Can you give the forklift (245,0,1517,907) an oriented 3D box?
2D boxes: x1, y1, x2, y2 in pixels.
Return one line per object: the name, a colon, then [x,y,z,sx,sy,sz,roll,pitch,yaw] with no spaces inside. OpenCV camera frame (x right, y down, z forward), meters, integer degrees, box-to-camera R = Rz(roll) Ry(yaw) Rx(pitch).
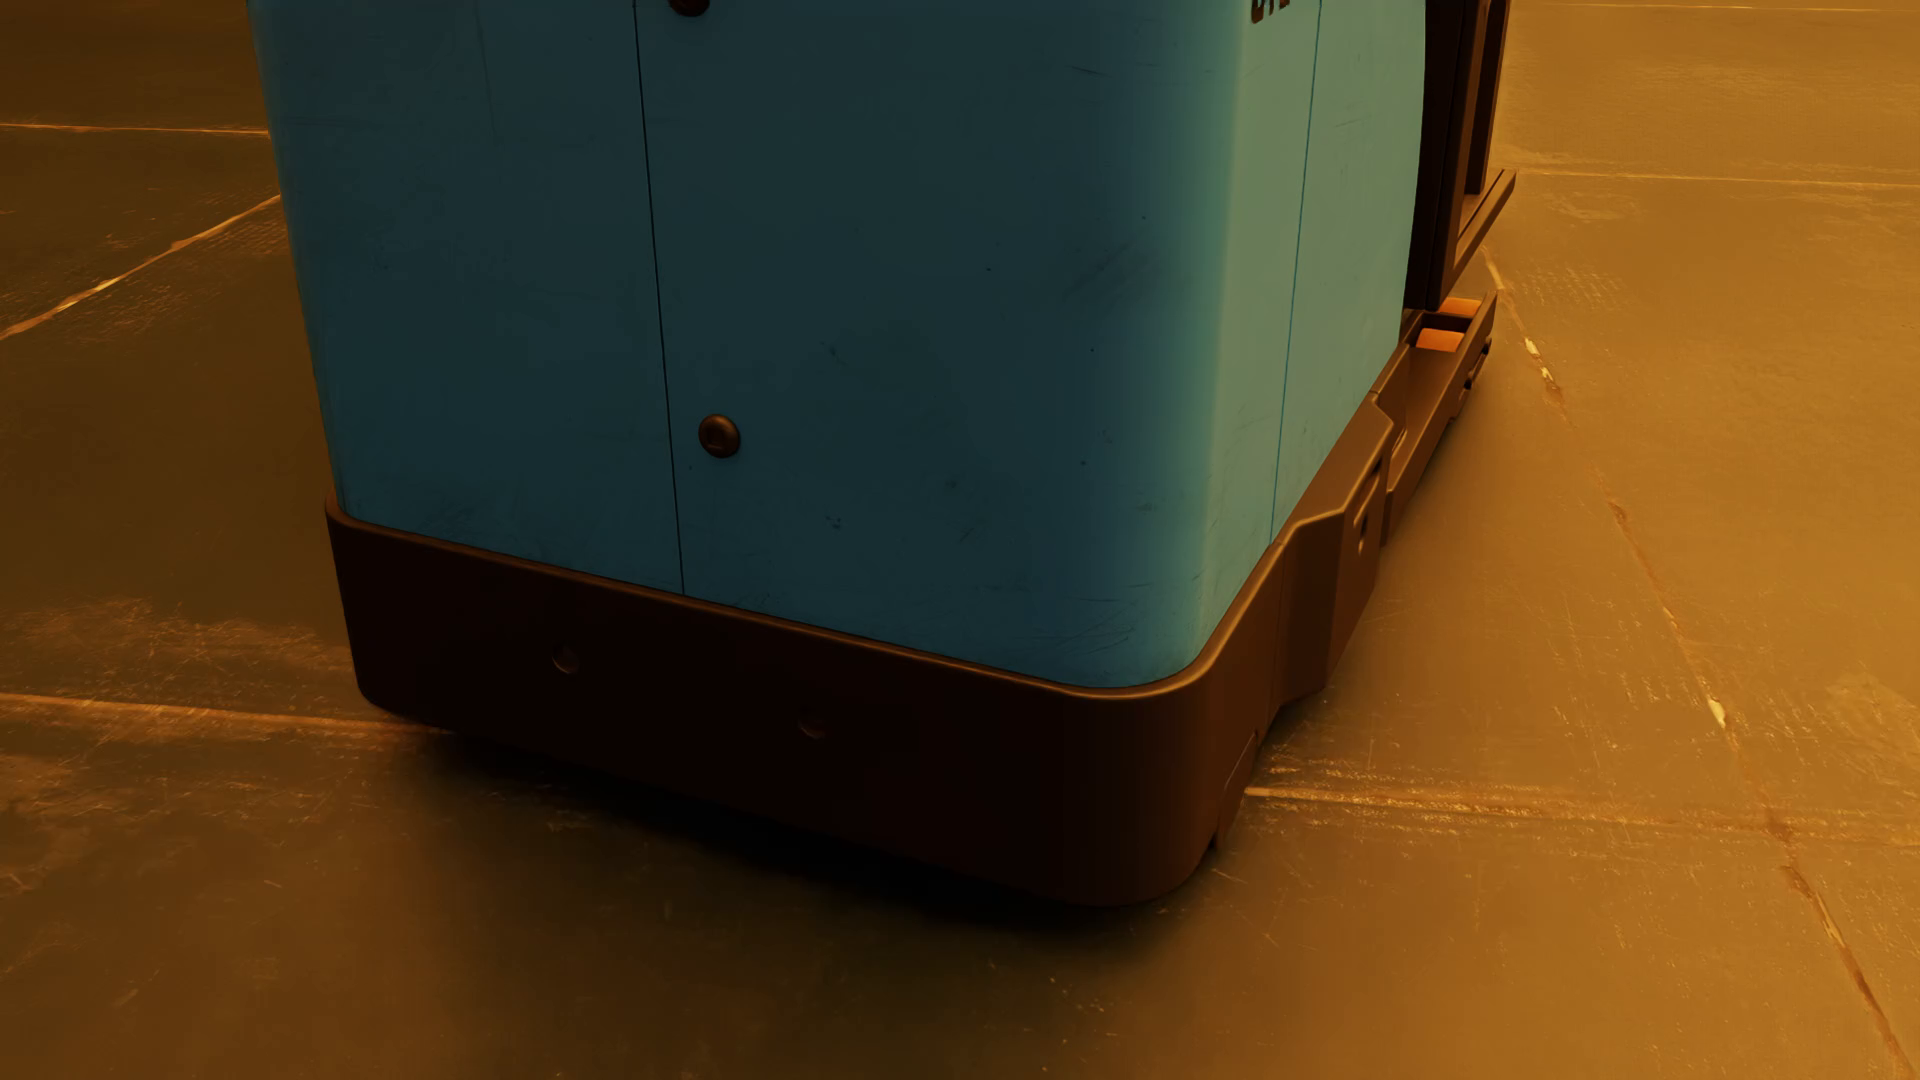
forklift: [0.341,-1.586,2.395,1.130,2.935,3.031,11,29,22]
